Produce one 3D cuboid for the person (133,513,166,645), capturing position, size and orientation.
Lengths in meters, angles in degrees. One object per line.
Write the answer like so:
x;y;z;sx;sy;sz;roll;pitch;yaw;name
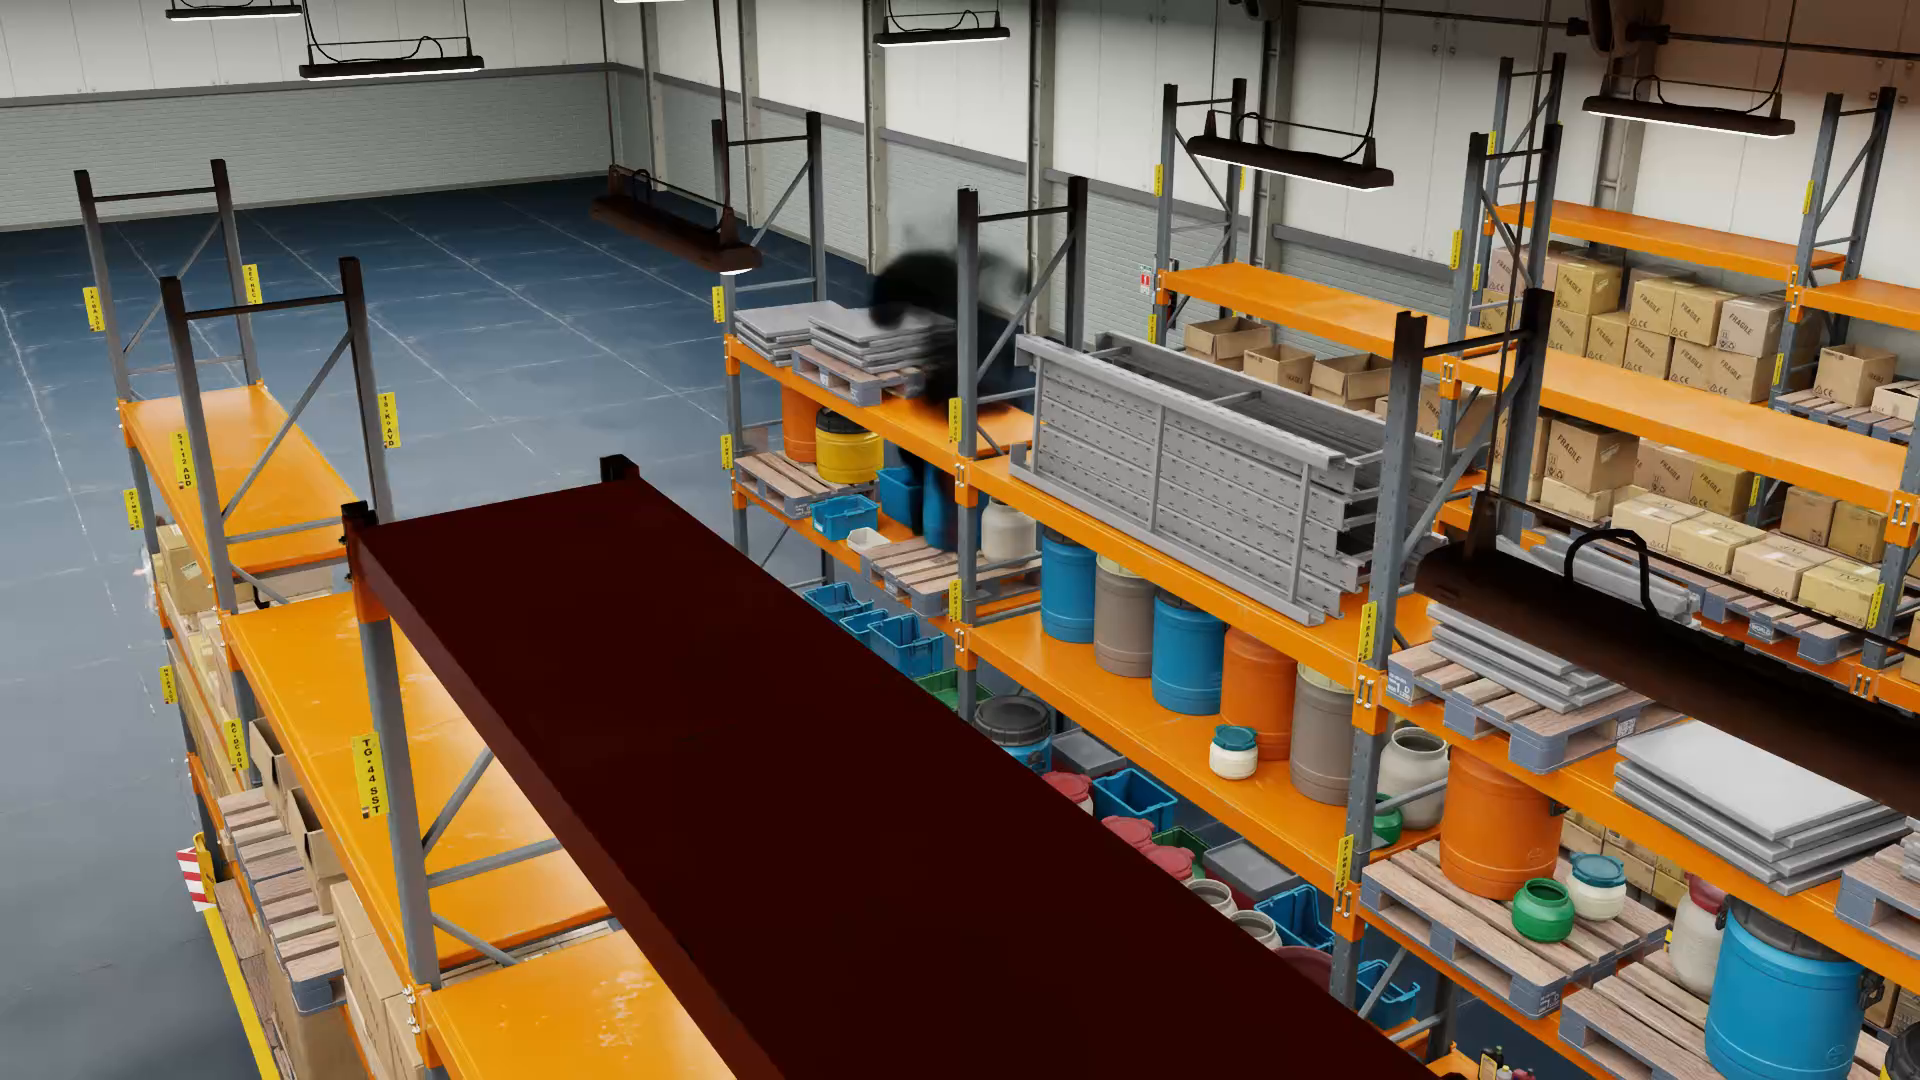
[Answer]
-8.753;0.434;18.256;0.537;1.555;0.549;-1;22;-2;person
